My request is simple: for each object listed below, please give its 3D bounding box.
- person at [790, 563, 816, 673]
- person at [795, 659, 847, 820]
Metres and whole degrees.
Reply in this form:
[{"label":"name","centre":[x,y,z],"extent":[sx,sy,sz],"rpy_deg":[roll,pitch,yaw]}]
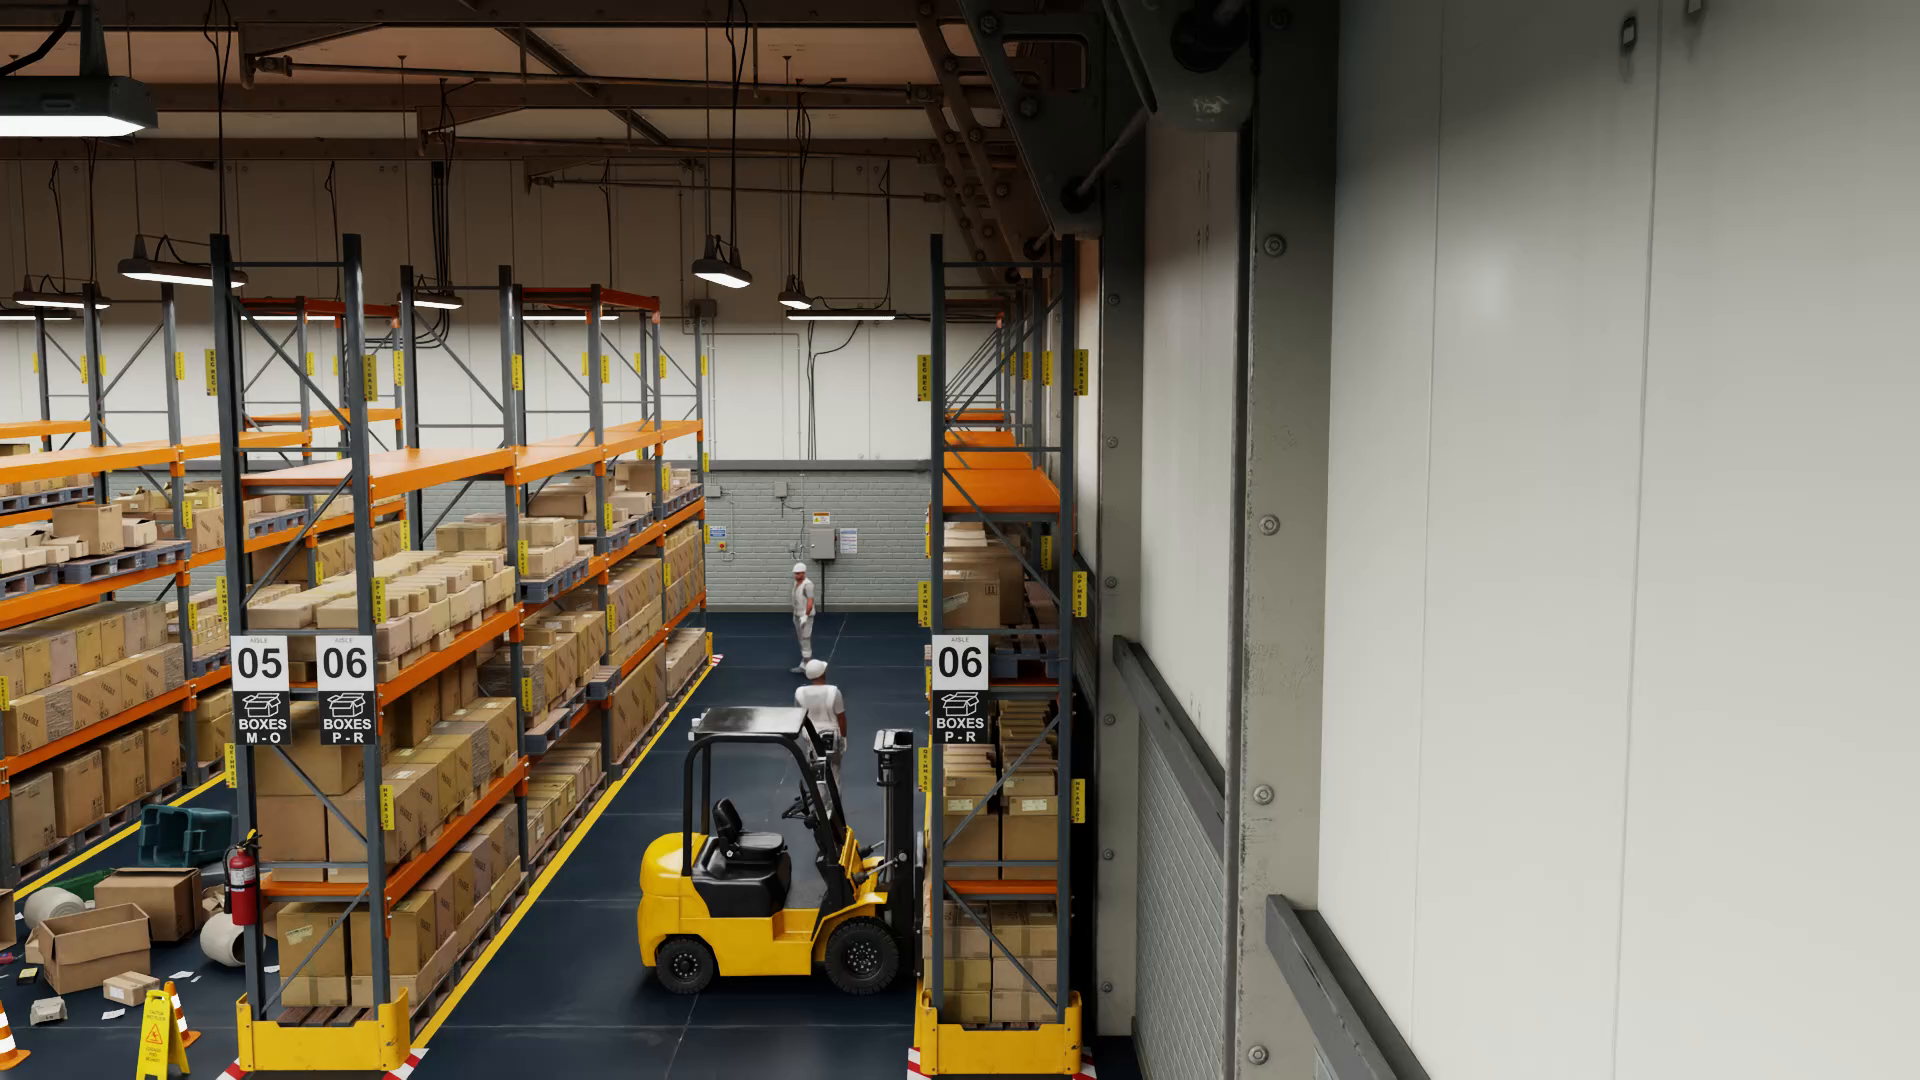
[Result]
[{"label":"person","centre":[-2.595,1.271,27.169],"extent":[0.414,1.803,0.563],"rpy_deg":[-4,7,-31]},{"label":"person","centre":[-1.498,2.139,17.773],"extent":[0.538,1.806,0.659],"rpy_deg":[-1,6,-11]}]
